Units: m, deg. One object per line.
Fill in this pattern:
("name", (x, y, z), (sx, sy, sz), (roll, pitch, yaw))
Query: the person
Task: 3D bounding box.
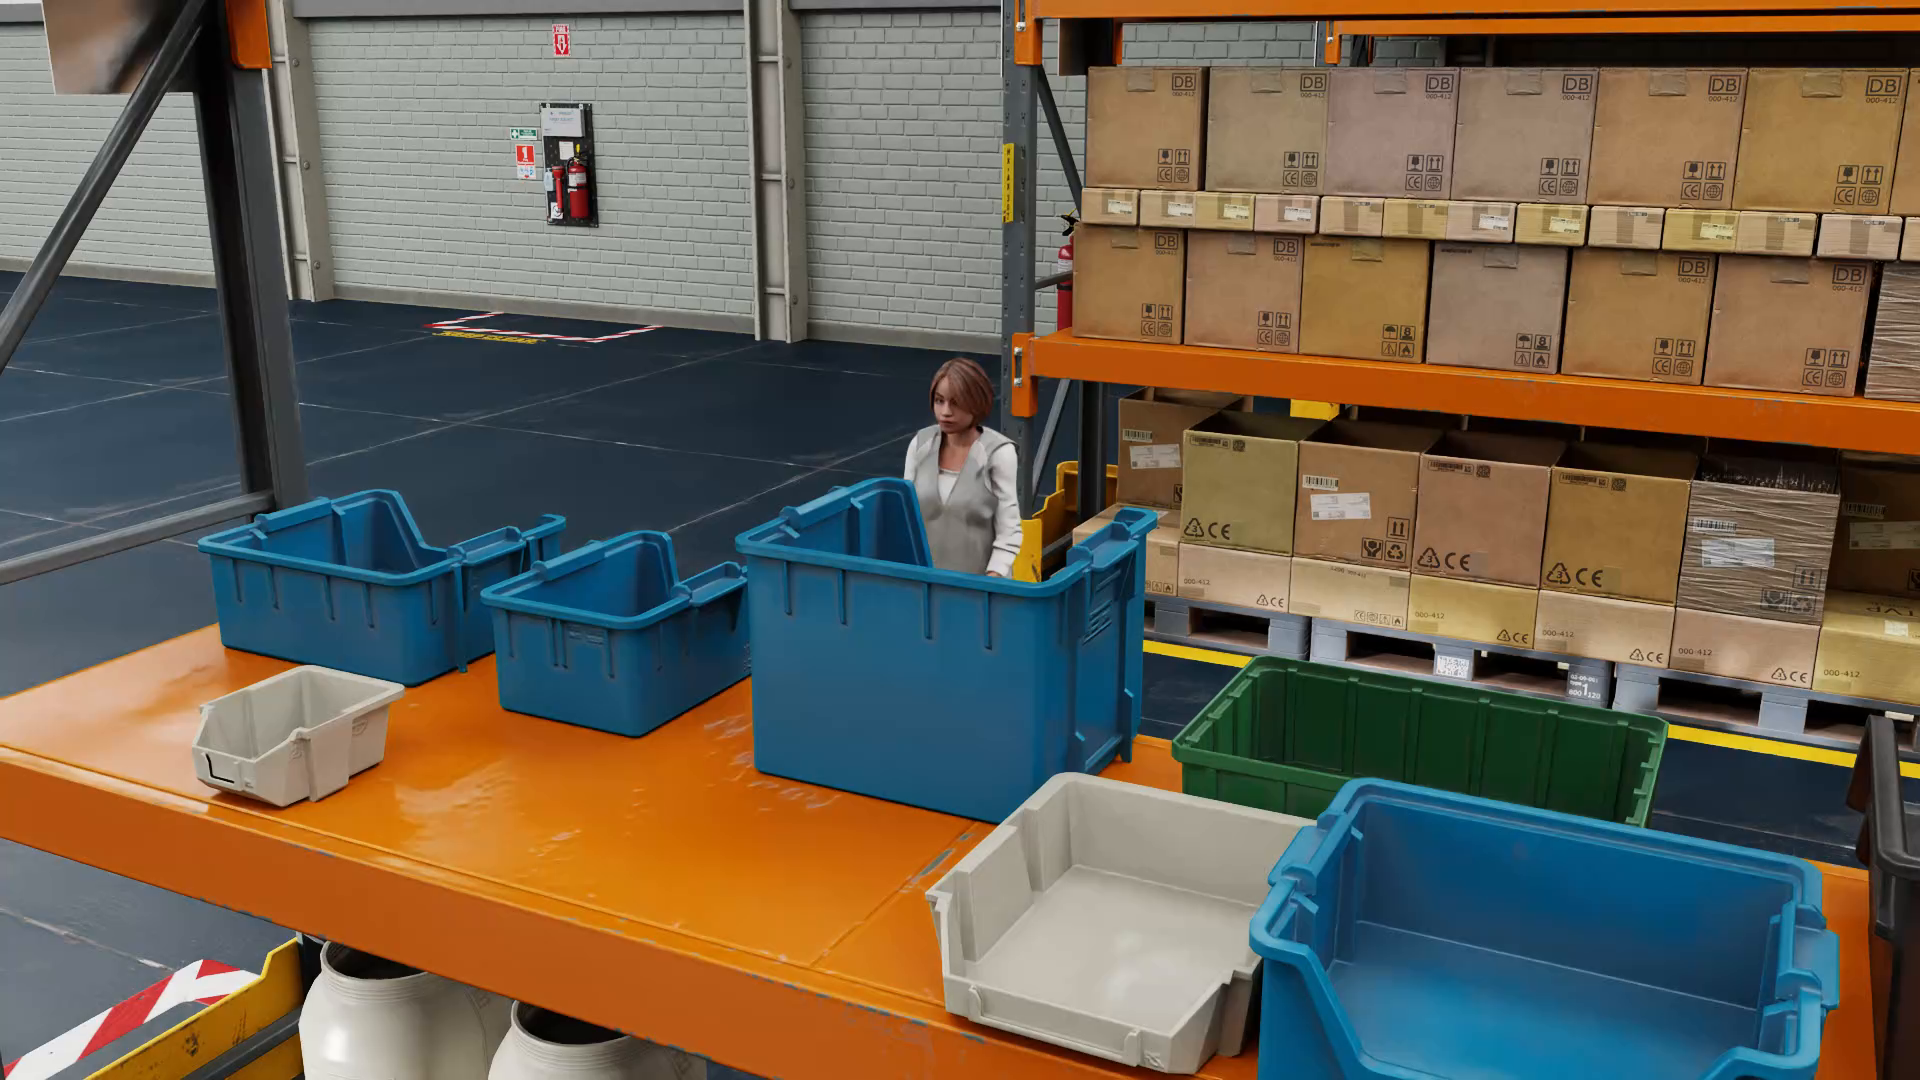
("person", (-0.022, 0.217, 5.279), (0.444, 1.603, 0.397), (8, 18, 25))
